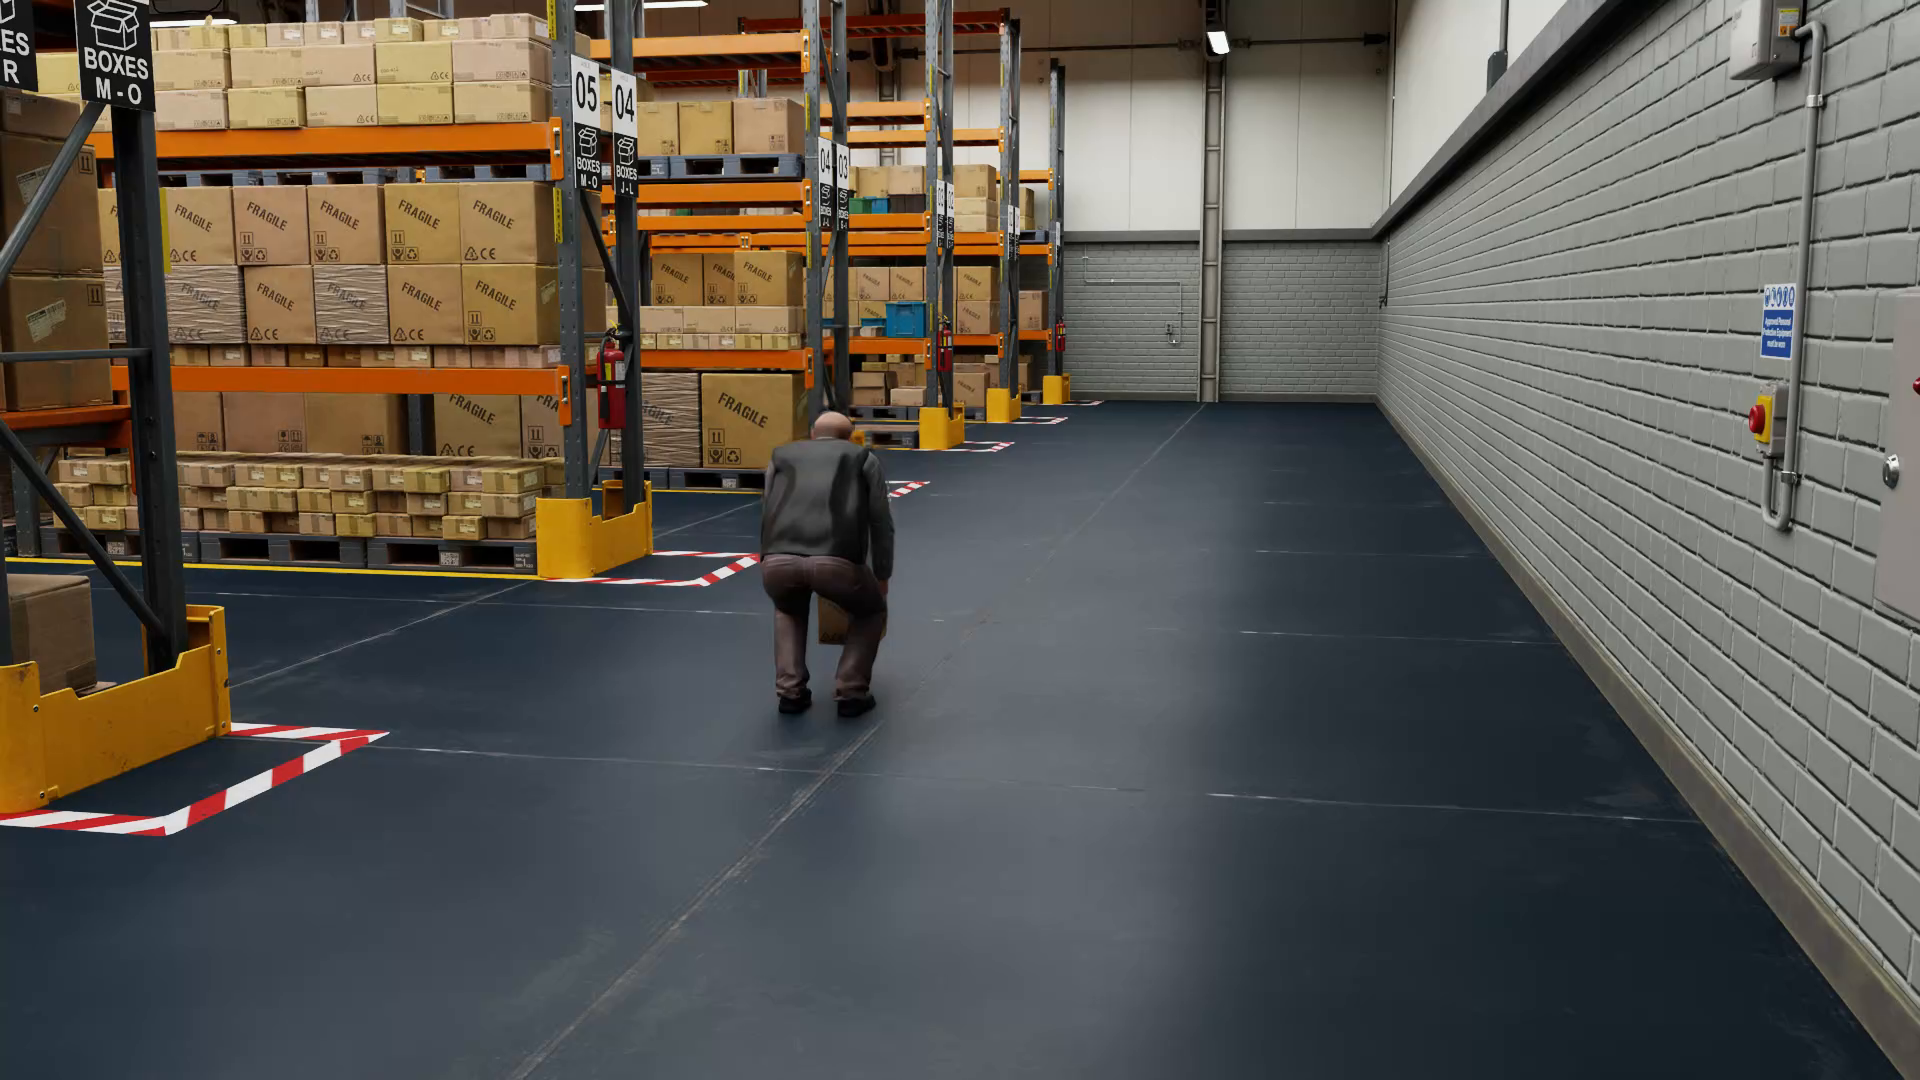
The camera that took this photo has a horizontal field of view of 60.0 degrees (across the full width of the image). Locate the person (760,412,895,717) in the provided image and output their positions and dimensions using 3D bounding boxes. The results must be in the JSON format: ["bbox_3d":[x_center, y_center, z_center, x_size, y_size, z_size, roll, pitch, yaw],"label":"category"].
[{"bbox_3d":[-0.599,0.093,7.030,0.583,1.232,0.789,2,8,11],"label":"person"}]
